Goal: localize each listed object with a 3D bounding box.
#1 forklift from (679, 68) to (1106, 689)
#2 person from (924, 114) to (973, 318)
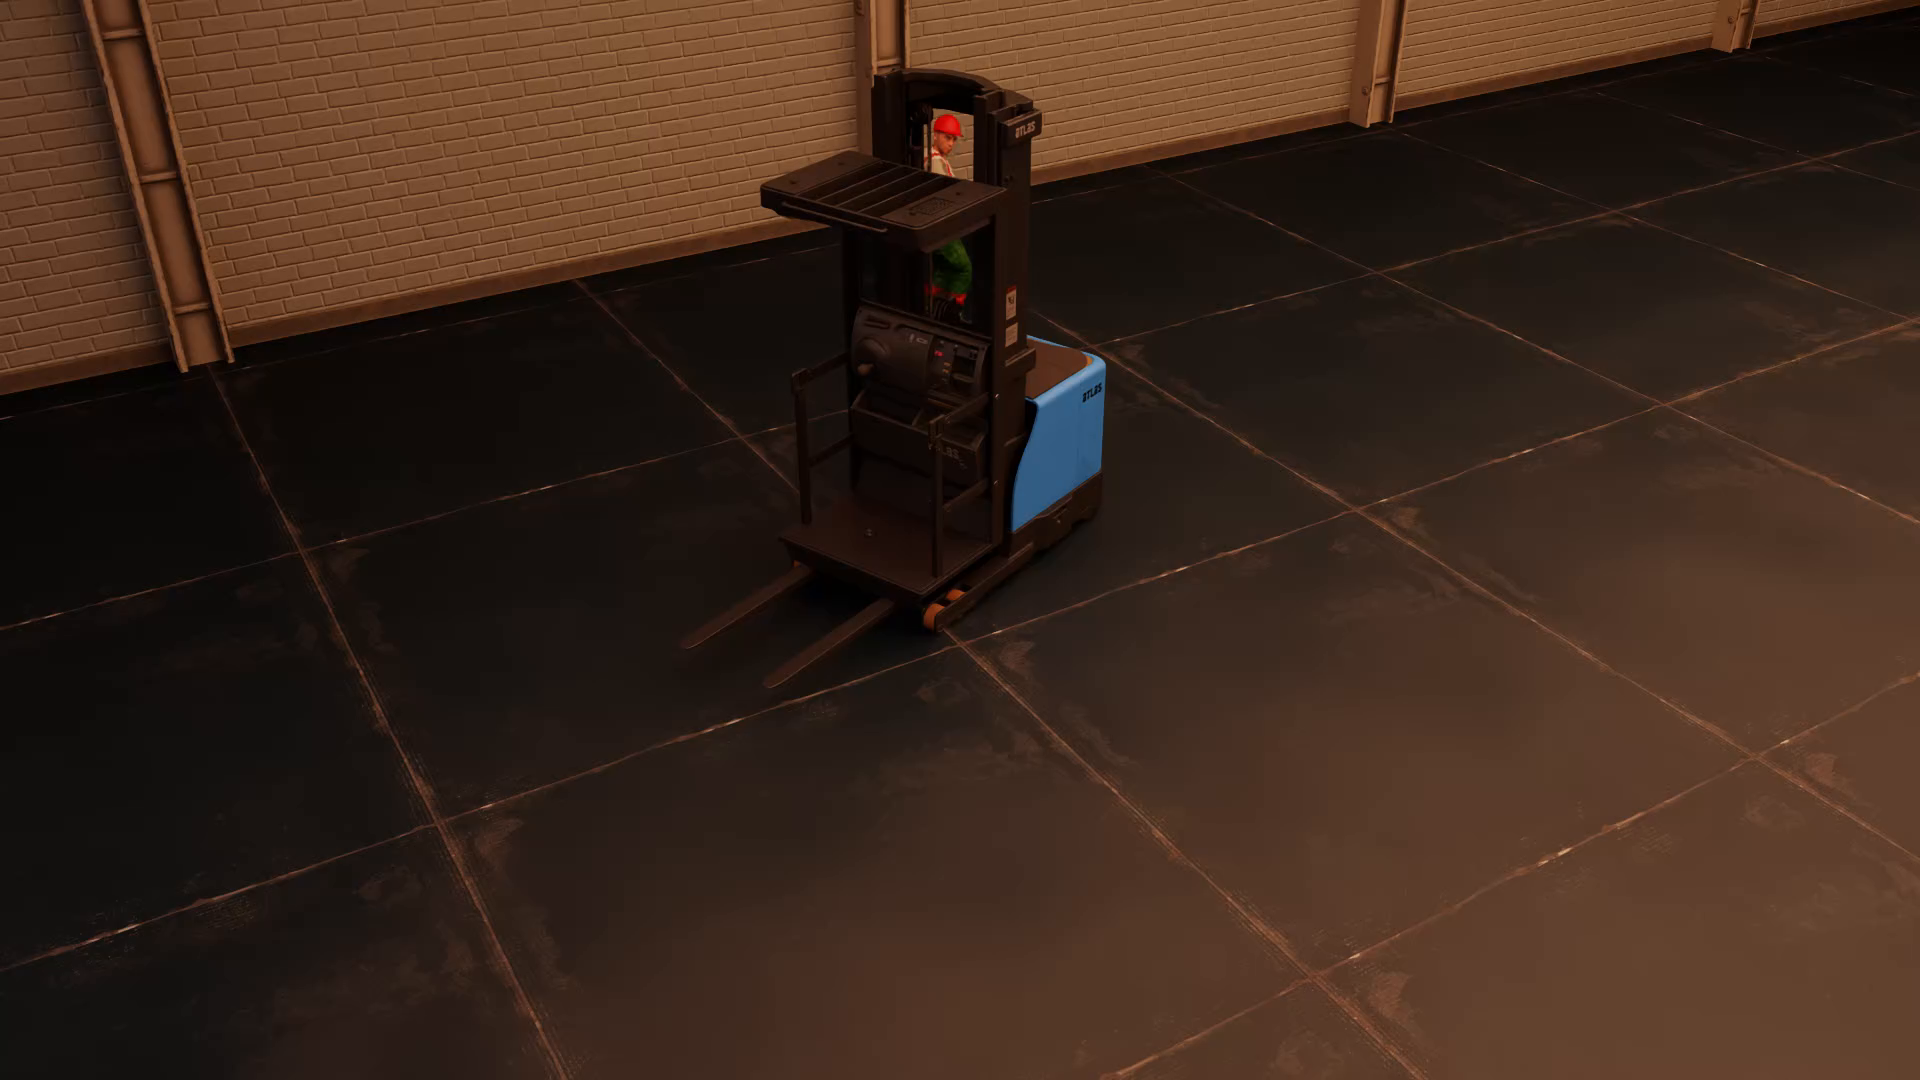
[{"bbox_3d":[-0.365,-1.007,9.329,1.130,2.935,3.031,21,37,31],"label":"forklift"},{"bbox_3d":[-0.115,-2.441,12.926,0.549,1.727,0.771,-9,32,-14],"label":"person"}]
